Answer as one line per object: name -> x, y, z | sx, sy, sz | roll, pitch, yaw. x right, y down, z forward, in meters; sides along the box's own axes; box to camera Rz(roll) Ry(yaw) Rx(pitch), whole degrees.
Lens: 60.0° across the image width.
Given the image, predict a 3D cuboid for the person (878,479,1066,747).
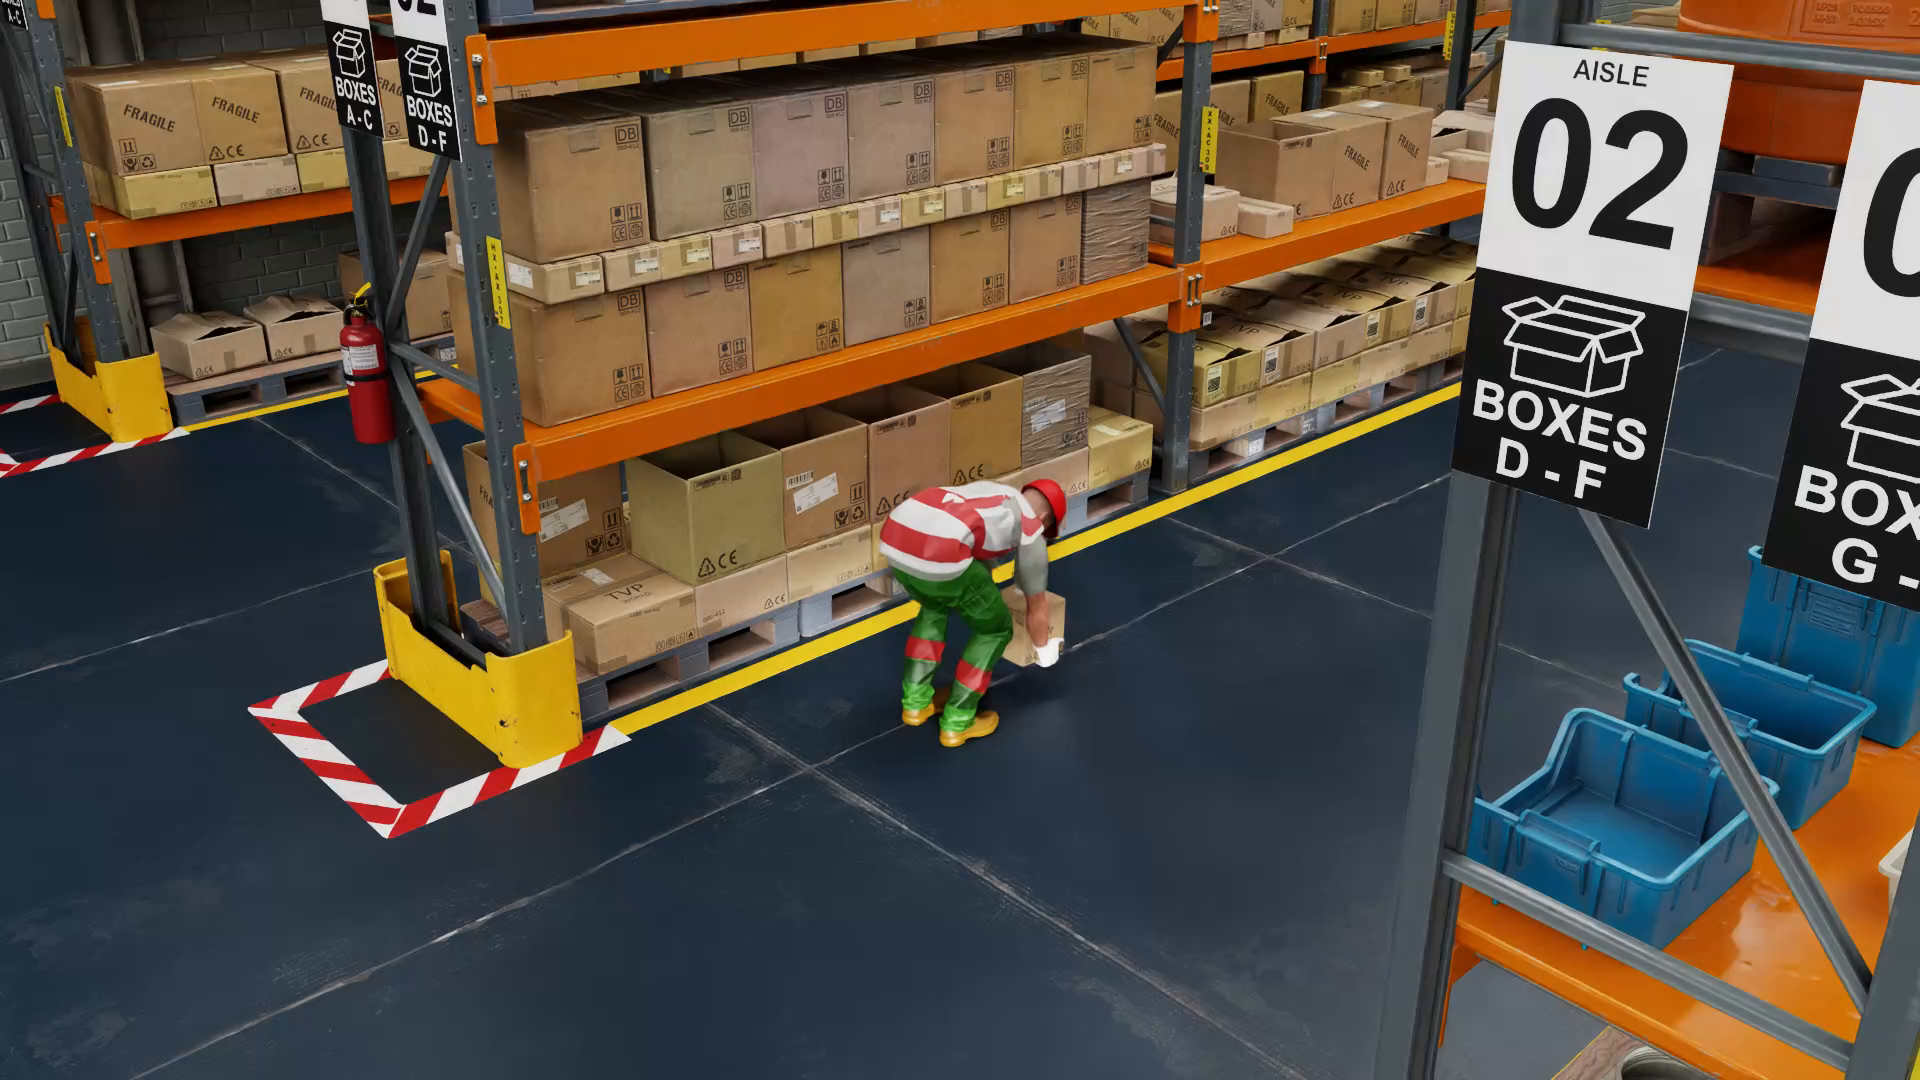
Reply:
person -> 0.092, 0.230, 6.945 | 0.517, 1.060, 0.962 | 22, 32, 40
